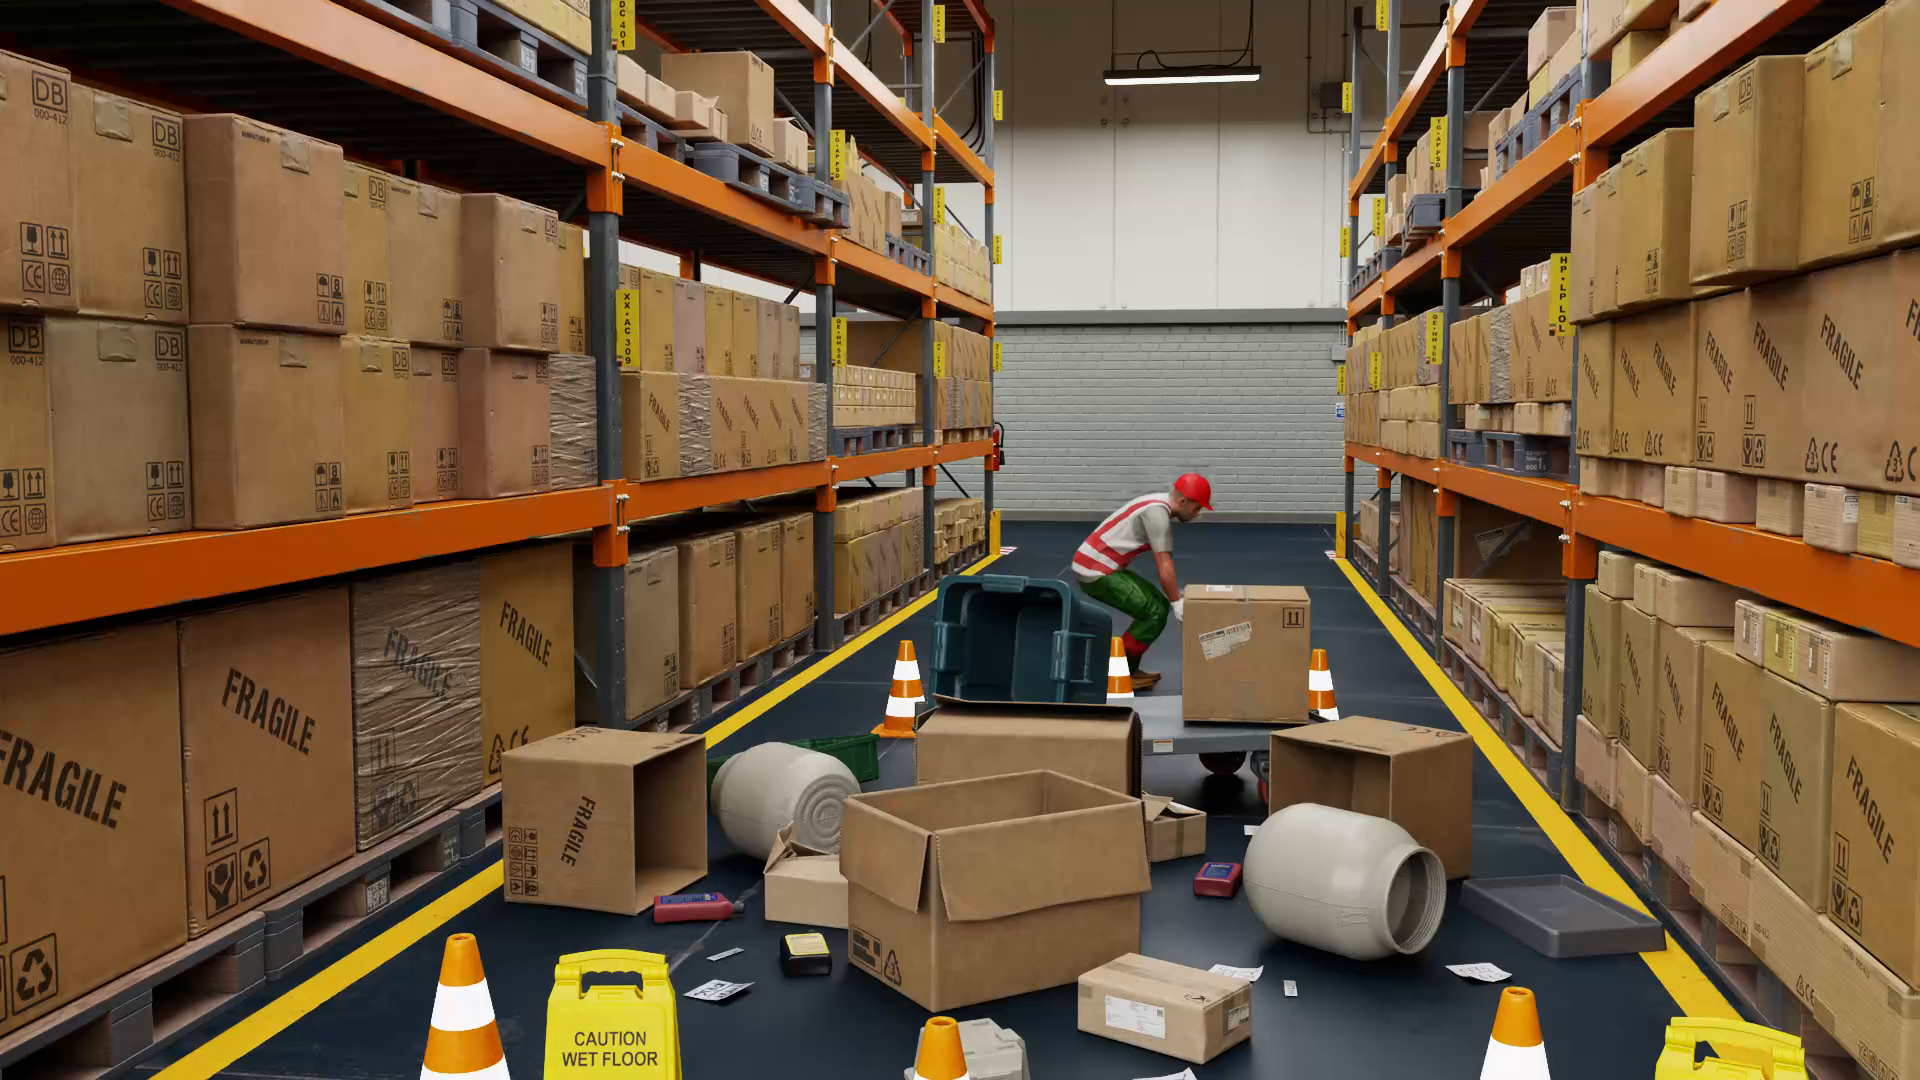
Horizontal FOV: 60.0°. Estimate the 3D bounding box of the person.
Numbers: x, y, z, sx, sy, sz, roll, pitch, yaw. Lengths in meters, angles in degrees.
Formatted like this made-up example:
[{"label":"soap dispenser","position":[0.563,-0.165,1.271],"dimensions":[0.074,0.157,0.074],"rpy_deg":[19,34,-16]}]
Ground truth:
[{"label":"person","position":[1.078,0.233,9.854],"dimensions":[0.829,1.260,0.585],"rpy_deg":[1,4,9]}]
